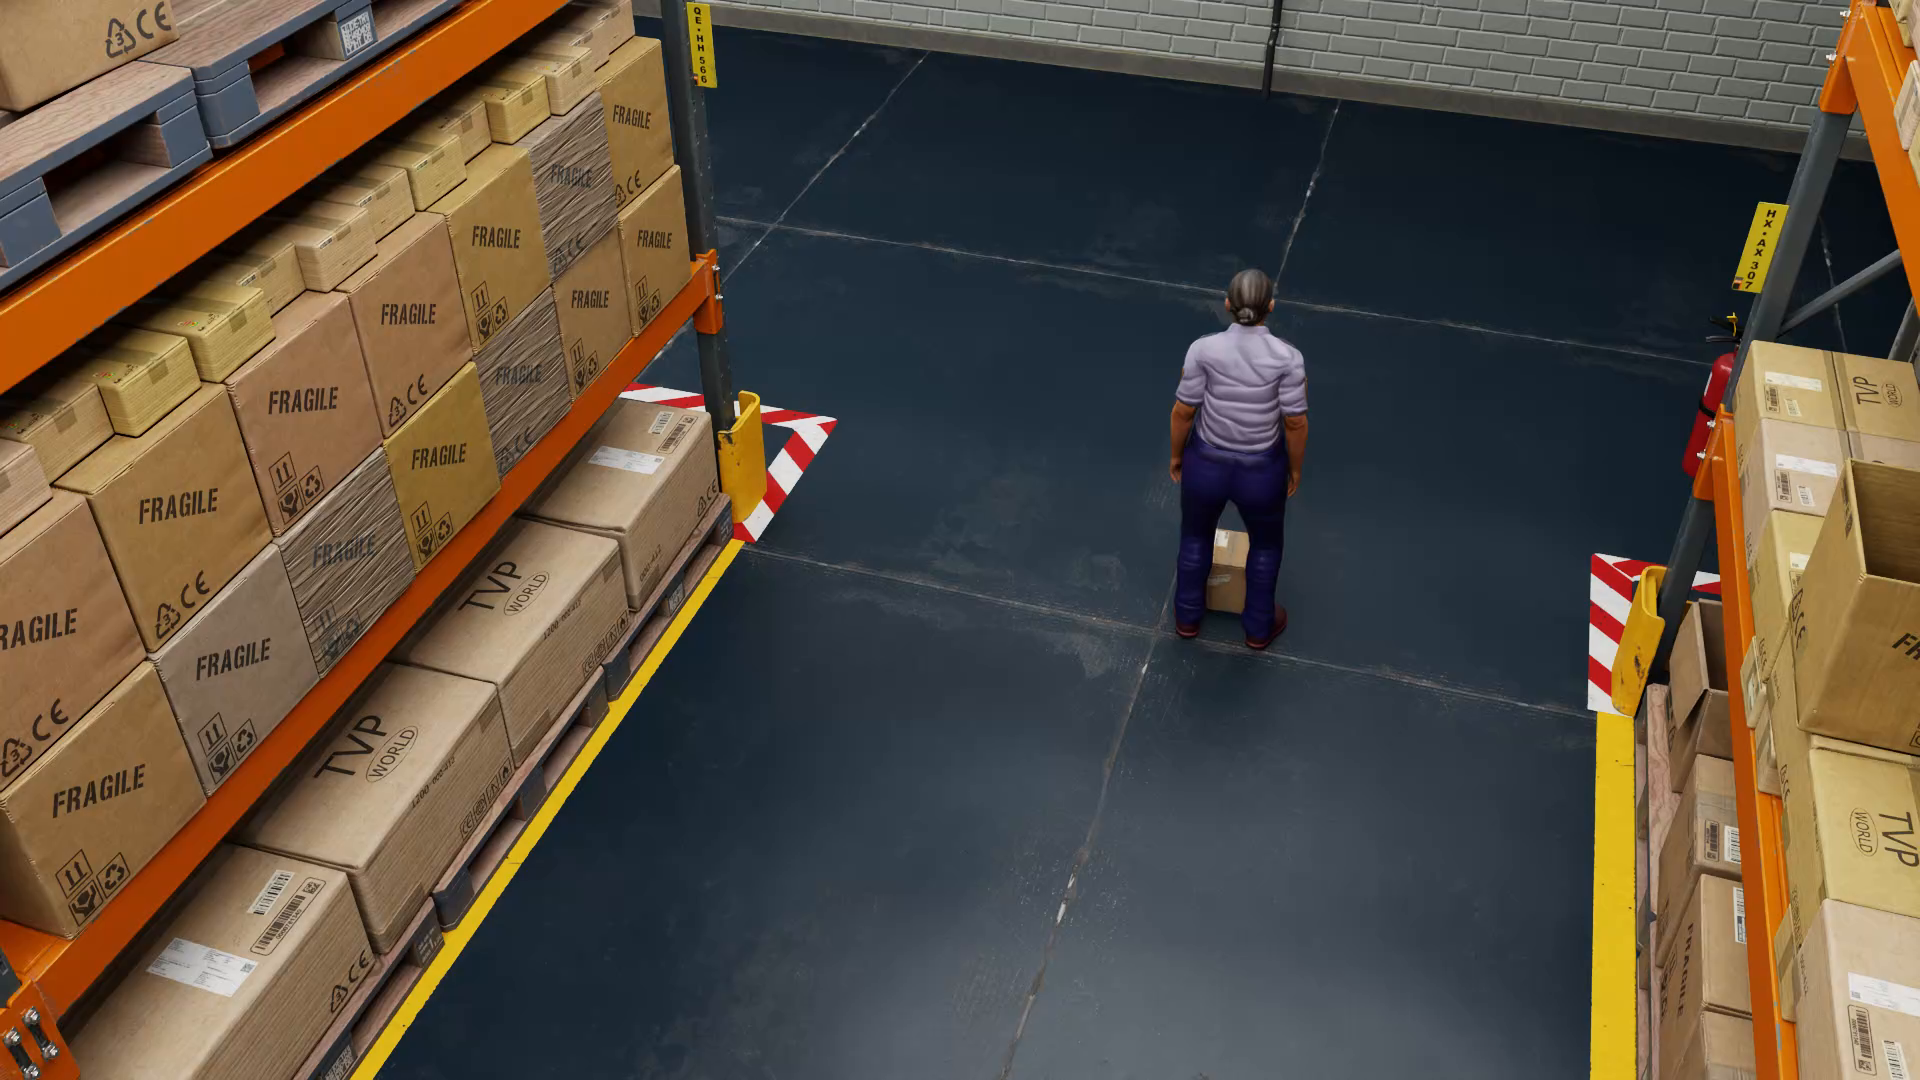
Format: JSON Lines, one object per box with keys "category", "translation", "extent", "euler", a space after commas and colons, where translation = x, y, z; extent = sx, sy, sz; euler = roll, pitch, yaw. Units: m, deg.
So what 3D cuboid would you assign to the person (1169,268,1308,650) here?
{"category": "person", "translation": [1.093, -0.279, 6.536], "extent": [0.555, 1.636, 0.370], "euler": [9, 38, 11]}
